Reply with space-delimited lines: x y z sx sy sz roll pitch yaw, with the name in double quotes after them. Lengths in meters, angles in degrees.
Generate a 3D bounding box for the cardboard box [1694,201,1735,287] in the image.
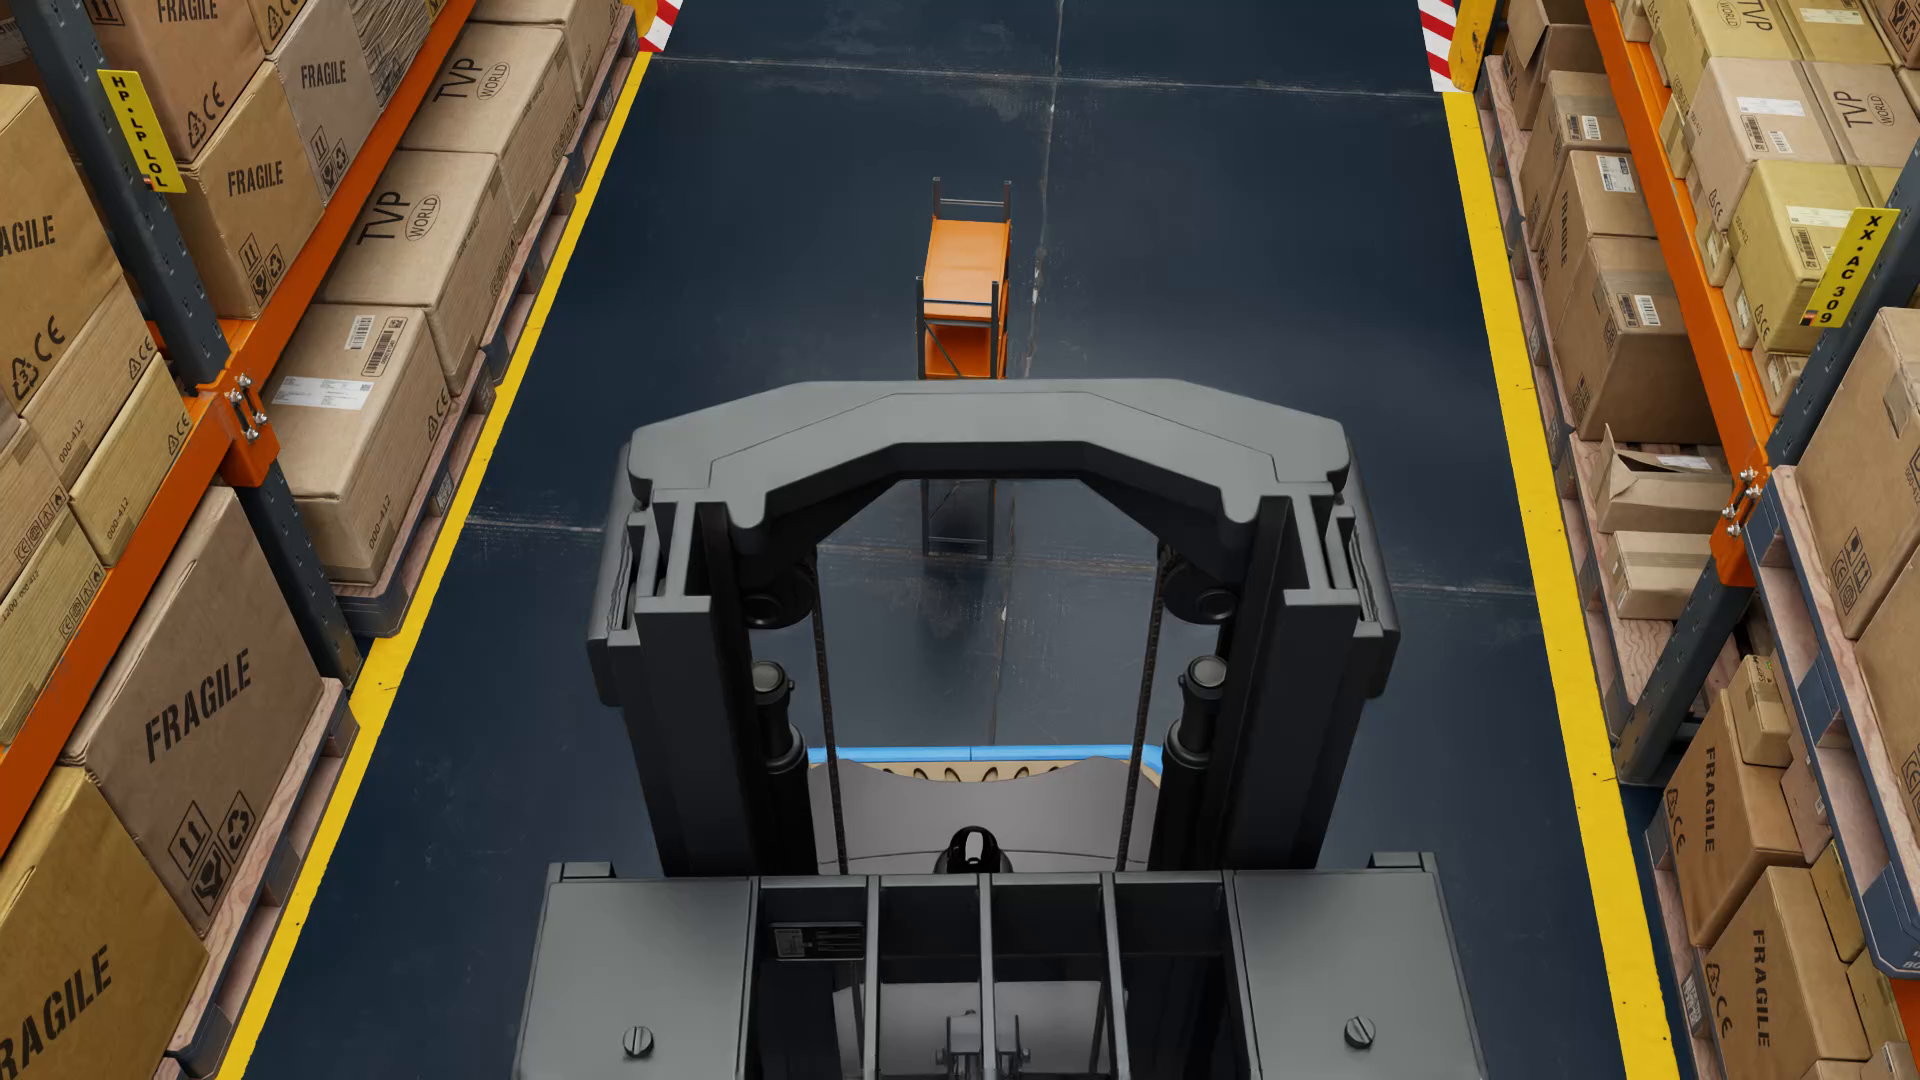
2.288 -0.828 4.644 0.380 0.149 0.250 5 48 5 "cardboard box"

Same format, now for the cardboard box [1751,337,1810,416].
2.286 -0.442 4.292 0.380 0.149 0.250 4 48 4 "cardboard box"

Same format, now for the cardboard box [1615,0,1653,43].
2.400 -1.769 5.505 0.380 0.149 0.250 5 48 4 "cardboard box"

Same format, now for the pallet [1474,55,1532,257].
2.795 -1.632 7.100 1.003 0.211 1.213 4 48 4 "pallet"

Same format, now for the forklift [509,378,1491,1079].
0.044 1.304 2.571 1.130 2.935 3.031 -1 48 -1 "forklift"

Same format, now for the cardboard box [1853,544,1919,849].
2.195 0.270 3.118 0.700 0.500 0.500 4 48 4 "cardboard box"

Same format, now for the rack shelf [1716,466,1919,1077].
2.327 1.437 2.891 1.077 0.370 4.000 4 48 4 "rack shelf"

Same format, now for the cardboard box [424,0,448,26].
-1.982 -2.081 5.553 0.500 0.500 0.500 5 48 5 "cardboard box"

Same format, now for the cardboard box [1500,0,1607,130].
2.723 -2.071 7.019 0.797 0.503 0.637 2 48 2 "cardboard box"

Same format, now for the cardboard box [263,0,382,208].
-2.081 -1.337 4.872 0.500 0.500 0.500 4 48 4 "cardboard box"

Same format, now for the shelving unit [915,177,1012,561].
0.015 -0.527 5.419 0.258 1.200 0.503 4 48 4 "shelving unit"

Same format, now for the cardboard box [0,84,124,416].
-2.225 -0.633 3.551 0.500 0.500 0.500 5 48 5 "cardboard box"

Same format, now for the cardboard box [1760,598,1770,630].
2.804 0.020 5.236 0.500 0.311 0.500 5 48 5 "cardboard box"

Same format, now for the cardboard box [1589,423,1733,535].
2.300 -0.186 5.456 0.396 0.266 0.258 5 48 5 "cardboard box"

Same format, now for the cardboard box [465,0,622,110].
-2.030 -2.331 7.301 0.875 0.438 0.875 2 48 2 "cardboard box"

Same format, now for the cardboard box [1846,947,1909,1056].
2.240 1.053 3.724 0.380 0.149 0.250 3 48 3 "cardboard box"

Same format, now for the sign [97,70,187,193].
-1.893 -0.941 3.847 0.100 0.325 0.005 4 48 4 "sign"

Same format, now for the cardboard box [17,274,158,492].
-2.233 -0.385 3.832 0.500 0.250 0.500 4 48 3 "cardboard box"

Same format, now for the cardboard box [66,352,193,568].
-2.224 -0.210 4.010 0.500 0.250 0.500 3 48 3 "cardboard box"

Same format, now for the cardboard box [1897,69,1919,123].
2.862 -1.040 4.569 0.500 0.250 0.500 3 48 3 "cardboard box"

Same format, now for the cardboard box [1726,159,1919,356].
2.312 -0.716 4.272 0.500 0.250 0.500 5 48 5 "cardboard box"

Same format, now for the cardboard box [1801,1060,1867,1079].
2.152 1.525 3.732 0.500 0.500 0.500 3 48 2 "cardboard box"

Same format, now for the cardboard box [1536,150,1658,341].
2.459 -1.063 6.099 0.500 0.500 0.500 5 48 4 "cardboard box"

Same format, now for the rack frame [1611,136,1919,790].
2.509 -0.276 3.969 1.000 3.000 0.127 4 48 4 "rack frame"

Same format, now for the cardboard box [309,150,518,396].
-2.189 -0.996 6.080 0.875 0.438 0.875 3 48 2 "cardboard box"

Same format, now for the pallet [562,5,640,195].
-2.065 -2.012 7.447 1.003 0.211 1.213 4 48 4 "pallet"

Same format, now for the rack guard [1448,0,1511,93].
2.867 -2.316 7.529 1.175 0.500 0.348 4 48 4 "rack guard"

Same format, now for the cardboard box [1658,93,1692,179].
2.334 -1.208 4.992 0.380 0.149 0.250 3 48 3 "cardboard box"

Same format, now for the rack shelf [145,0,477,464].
-2.252 -1.834 5.882 1.077 0.370 4.000 4 48 4 "rack shelf"

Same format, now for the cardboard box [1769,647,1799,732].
2.272 0.357 4.159 0.380 0.149 0.250 3 48 3 "cardboard box"

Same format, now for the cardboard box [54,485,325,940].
-2.411 0.430 4.480 0.875 0.875 0.875 5 48 5 "cardboard box"

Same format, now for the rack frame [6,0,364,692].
-2.434 -0.607 4.272 1.000 3.000 0.127 4 48 4 "rack frame"

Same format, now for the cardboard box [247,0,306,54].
-2.098 -1.682 4.511 0.500 0.500 0.500 3 48 3 "cardboard box"

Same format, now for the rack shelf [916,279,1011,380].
0.015 -0.632 5.303 0.258 0.148 0.480 4 48 4 "rack shelf"

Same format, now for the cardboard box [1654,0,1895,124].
2.402 -1.451 4.944 0.500 0.250 0.500 4 48 3 "cardboard box"

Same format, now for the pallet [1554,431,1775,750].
2.572 0.161 5.460 1.003 0.211 1.213 4 48 4 "pallet"

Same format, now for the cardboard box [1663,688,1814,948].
2.241 0.767 4.425 0.500 0.500 0.500 6 48 5 "cardboard box"

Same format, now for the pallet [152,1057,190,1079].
-2.538 1.805 3.956 1.003 0.211 1.213 4 48 4 "pallet"

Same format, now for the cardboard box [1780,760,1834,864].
2.263 0.662 4.082 0.380 0.149 0.250 3 48 2 "cardboard box"

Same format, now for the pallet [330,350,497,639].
-2.287 -0.219 5.807 1.003 0.211 1.213 4 48 4 "pallet"

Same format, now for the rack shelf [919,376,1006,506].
0.015 -0.347 5.615 0.258 0.148 0.480 4 48 4 "rack shelf"

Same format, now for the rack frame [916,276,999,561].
-0.007 -0.347 5.255 0.240 1.200 0.015 4 48 4 "rack frame"
